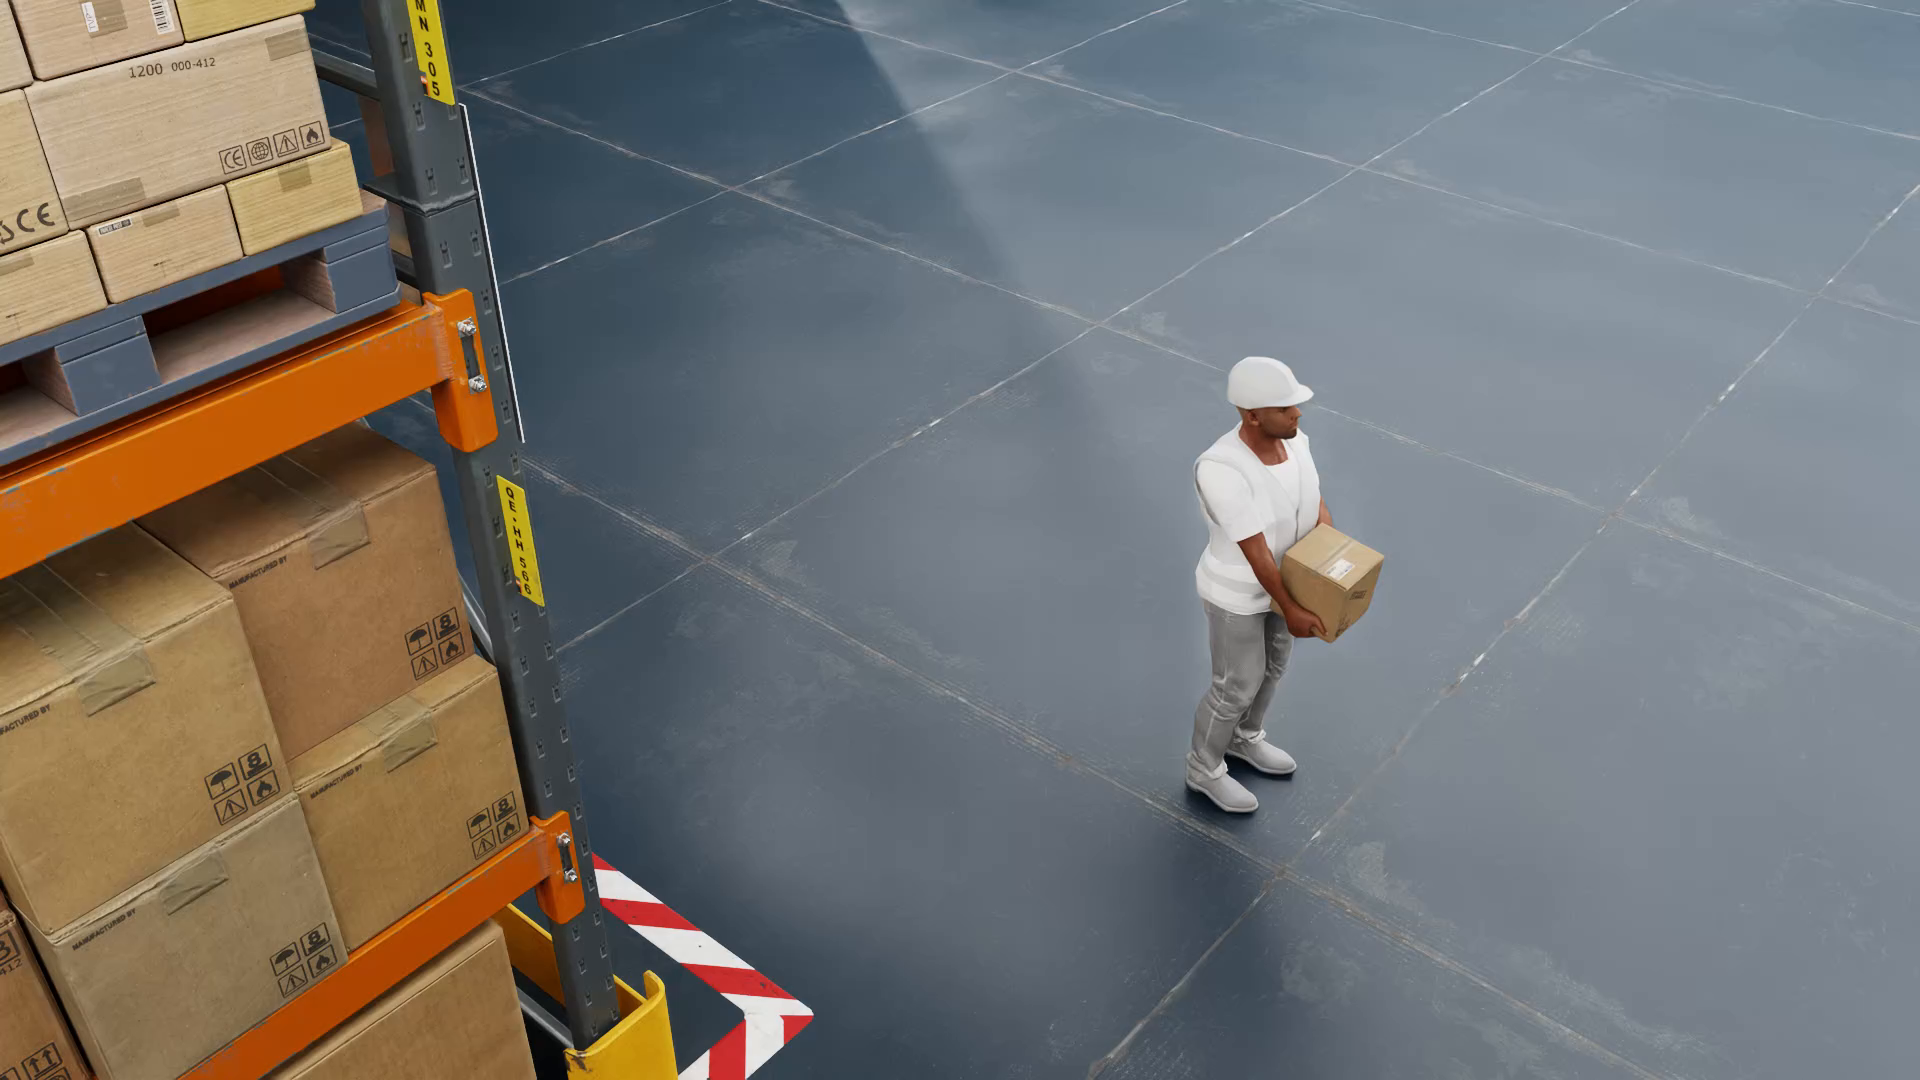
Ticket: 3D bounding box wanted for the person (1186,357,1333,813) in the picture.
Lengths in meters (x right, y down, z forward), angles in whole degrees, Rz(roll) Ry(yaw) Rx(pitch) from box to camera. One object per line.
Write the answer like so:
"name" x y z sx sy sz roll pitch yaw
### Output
"person" 1.114 0.194 5.850 0.577 1.760 0.503 26 43 32
